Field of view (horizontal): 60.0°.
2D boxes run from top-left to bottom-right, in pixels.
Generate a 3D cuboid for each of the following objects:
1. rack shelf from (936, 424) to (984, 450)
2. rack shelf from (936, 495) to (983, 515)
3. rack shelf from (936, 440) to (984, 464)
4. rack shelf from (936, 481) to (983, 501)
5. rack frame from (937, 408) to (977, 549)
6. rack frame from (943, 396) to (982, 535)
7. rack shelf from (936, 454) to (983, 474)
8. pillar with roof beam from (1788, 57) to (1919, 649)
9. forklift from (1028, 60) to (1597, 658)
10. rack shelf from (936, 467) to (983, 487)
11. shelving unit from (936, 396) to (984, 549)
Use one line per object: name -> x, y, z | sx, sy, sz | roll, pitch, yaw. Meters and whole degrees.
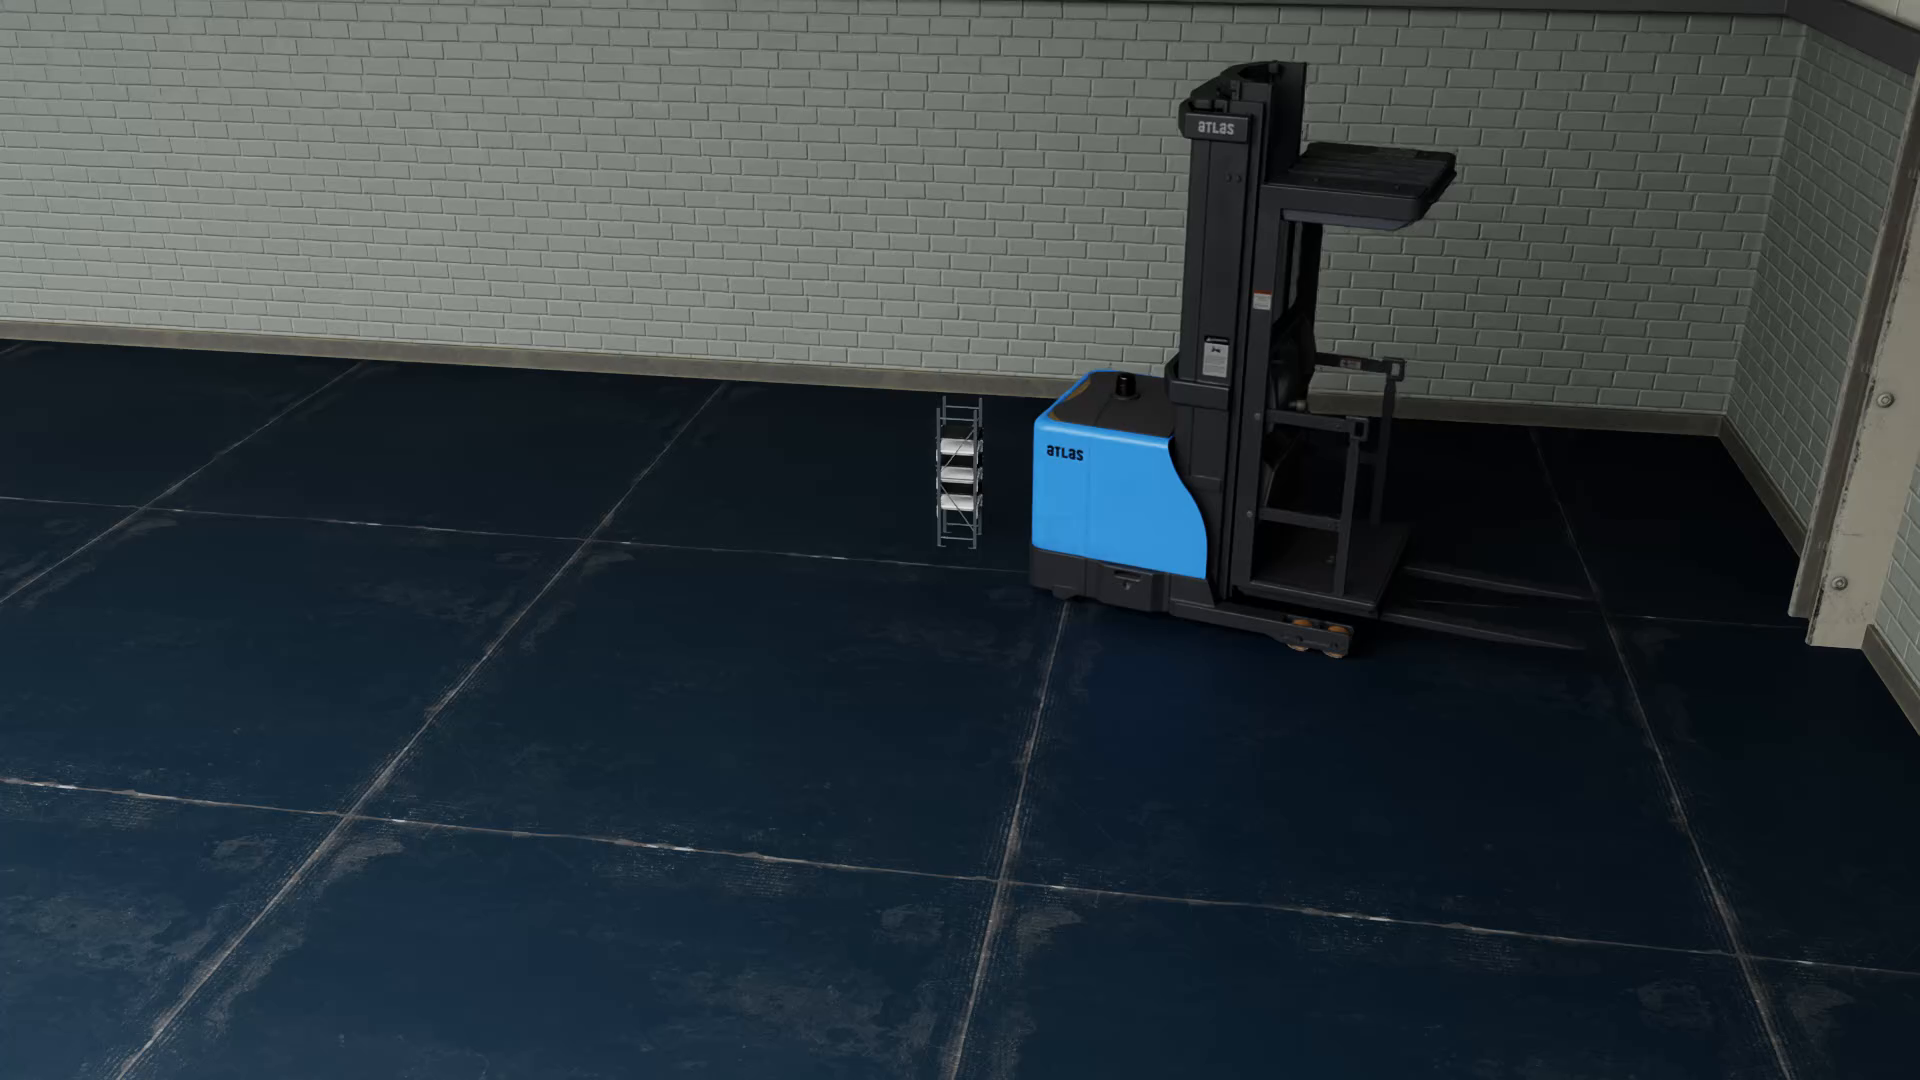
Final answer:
rack shelf -> -0.001, -0.619, 9.952 | 0.258, 0.077, 0.200 | 4, 25, 9
rack shelf -> -0.001, -0.211, 10.142 | 0.258, 0.077, 0.200 | 4, 25, 9
rack shelf -> -0.001, -0.537, 9.990 | 0.258, 0.077, 0.200 | 4, 25, 9
rack shelf -> -0.001, -0.292, 10.104 | 0.258, 0.077, 0.200 | 4, 25, 9
rack frame -> -0.018, -0.362, 9.961 | 0.240, 0.900, 0.006 | 4, 25, 9
rack frame -> 0.015, -0.447, 10.143 | 0.240, 0.900, 0.006 | 4, 25, 9
rack shelf -> -0.001, -0.455, 10.028 | 0.258, 0.077, 0.200 | 4, 25, 9
pillar with roof beam -> 0.542, -3.876, 7.915 | 9.100, 9.000, 0.400 | 4, 25, 9
forklift -> 1.957, -0.953, 8.829 | 3.031, 2.935, 1.130 | 11, 27, 21
rack shelf -> -0.001, -0.374, 10.066 | 0.258, 0.077, 0.200 | 4, 25, 9
shelving unit -> -0.001, -0.404, 10.052 | 0.258, 0.900, 0.210 | 4, 25, 9
